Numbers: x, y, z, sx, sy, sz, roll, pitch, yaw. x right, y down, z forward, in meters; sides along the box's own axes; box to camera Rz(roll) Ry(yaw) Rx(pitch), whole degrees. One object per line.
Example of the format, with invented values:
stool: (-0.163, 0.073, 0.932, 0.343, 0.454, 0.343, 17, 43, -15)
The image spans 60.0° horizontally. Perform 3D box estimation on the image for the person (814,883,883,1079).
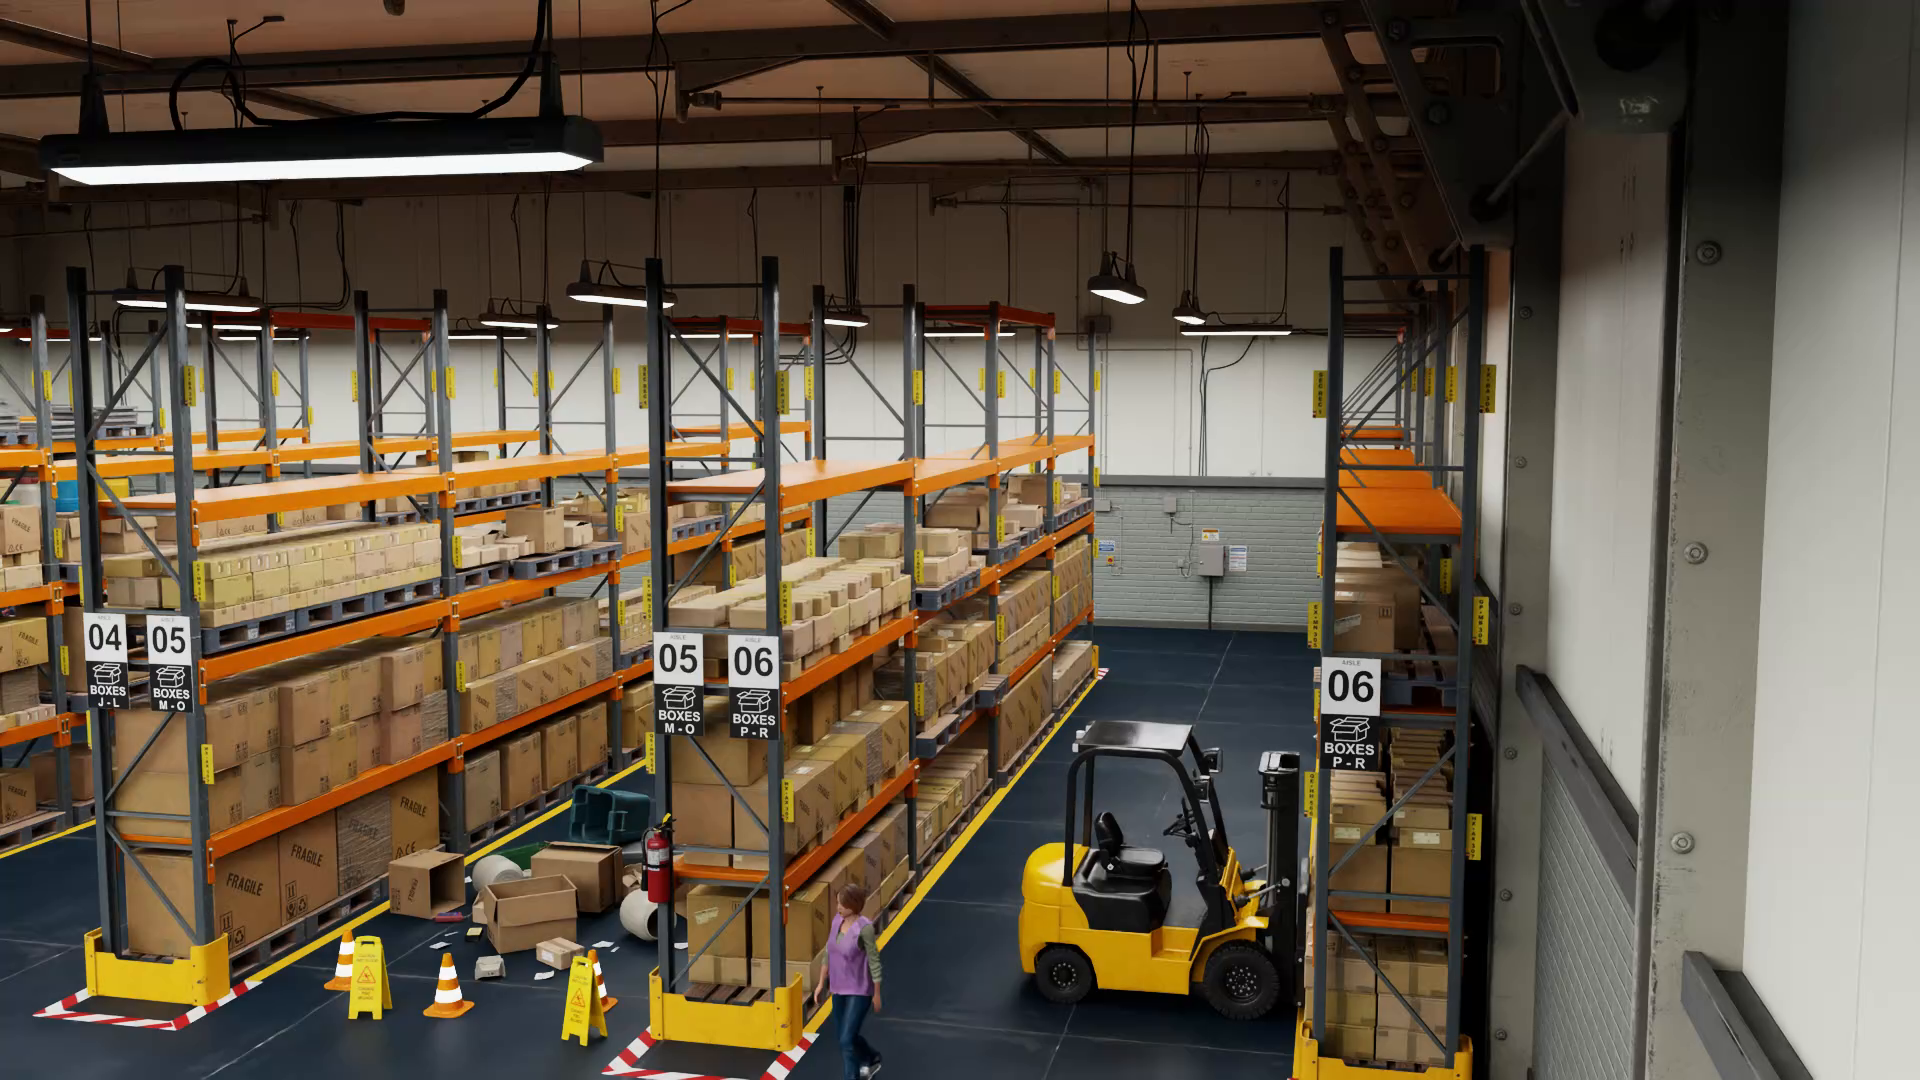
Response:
person: (-0.760, 3.209, 11.774, 0.744, 1.554, 0.518, -5, 7, -39)

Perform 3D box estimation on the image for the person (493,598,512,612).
person: (-7.048, 1.695, 25.638, 0.552, 1.726, 1.125, 2, 6, 16)
